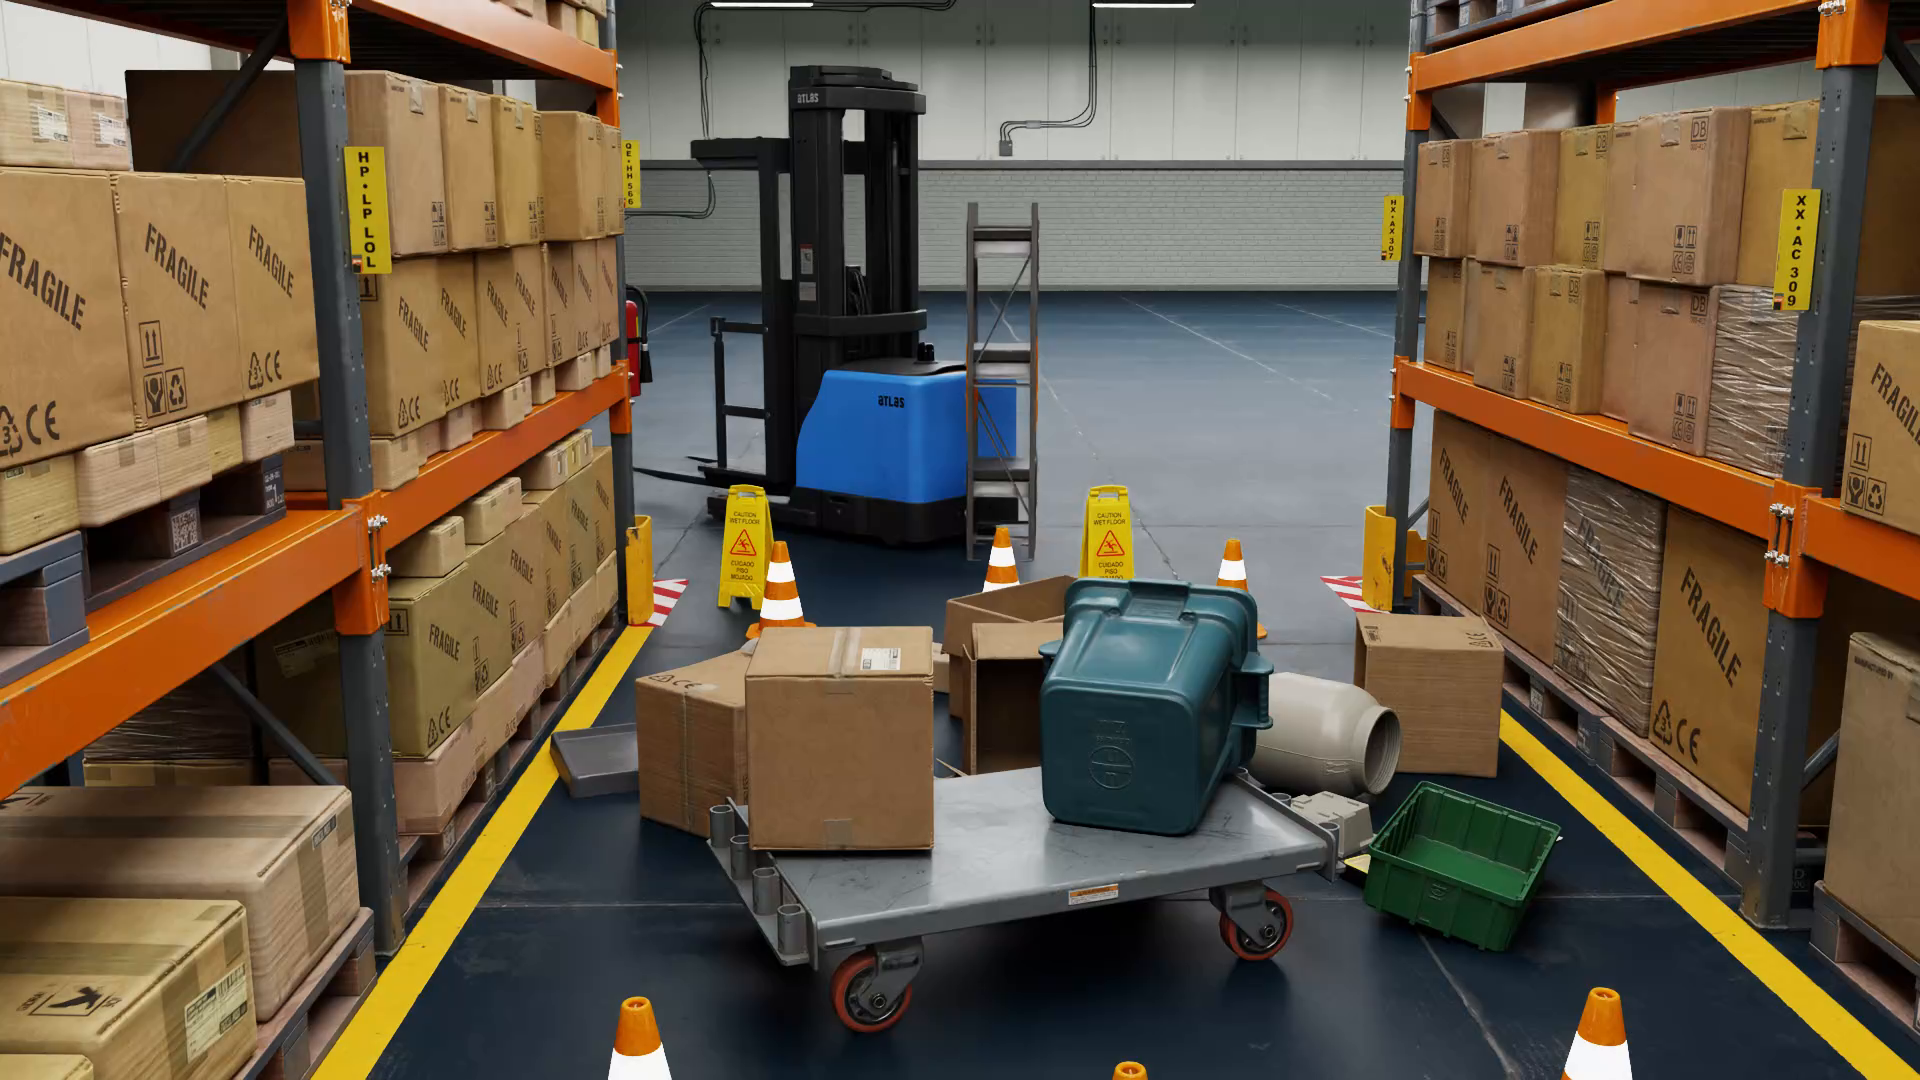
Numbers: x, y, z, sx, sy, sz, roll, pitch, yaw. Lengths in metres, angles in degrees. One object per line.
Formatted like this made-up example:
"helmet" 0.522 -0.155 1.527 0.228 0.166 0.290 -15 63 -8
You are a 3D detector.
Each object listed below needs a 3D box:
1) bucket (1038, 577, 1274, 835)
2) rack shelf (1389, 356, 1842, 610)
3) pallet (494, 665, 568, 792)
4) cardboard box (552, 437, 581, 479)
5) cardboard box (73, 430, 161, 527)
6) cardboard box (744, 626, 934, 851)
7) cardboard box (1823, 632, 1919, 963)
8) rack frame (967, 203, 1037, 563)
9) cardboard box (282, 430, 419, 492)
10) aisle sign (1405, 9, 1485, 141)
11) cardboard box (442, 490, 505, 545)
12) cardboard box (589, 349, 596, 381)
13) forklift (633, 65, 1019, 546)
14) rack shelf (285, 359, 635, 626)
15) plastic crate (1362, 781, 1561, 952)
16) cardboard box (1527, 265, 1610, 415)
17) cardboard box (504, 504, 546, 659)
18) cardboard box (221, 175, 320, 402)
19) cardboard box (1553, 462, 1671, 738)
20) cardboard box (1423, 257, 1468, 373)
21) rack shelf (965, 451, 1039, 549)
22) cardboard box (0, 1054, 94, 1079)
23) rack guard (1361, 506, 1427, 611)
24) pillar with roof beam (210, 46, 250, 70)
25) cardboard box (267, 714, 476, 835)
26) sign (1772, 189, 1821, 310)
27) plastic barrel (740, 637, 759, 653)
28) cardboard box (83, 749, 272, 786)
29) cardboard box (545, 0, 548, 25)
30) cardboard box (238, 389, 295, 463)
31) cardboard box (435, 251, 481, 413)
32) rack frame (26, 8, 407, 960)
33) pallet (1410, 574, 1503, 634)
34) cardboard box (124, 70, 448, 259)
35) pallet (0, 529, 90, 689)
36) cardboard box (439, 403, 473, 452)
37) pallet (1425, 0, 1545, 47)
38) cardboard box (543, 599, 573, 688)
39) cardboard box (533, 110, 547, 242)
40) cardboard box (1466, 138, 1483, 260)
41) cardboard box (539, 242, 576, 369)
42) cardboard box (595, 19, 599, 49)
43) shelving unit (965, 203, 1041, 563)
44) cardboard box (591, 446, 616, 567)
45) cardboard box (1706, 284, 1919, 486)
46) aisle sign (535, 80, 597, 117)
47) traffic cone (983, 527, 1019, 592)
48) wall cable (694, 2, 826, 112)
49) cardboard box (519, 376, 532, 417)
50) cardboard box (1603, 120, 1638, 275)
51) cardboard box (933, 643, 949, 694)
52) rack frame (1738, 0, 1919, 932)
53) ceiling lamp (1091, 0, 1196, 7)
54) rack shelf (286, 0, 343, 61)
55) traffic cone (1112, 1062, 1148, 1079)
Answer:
"bucket" 0.534 0.509 4.916 0.726 0.611 0.620 4 22 18
"rack shelf" 2.801 -0.378 6.686 1.077 0.370 4.000 0 11 -1
"pallet" -2.182 0.698 6.588 1.003 0.211 1.213 0 11 -1
"cardboard box" -1.833 -0.350 7.083 0.380 0.149 0.250 0 11 0
"cardboard box" -1.780 -0.120 3.180 0.380 0.149 0.250 0 11 -1
"cardboard box" -0.326 0.548 4.694 0.500 0.500 0.500 0 11 -1
"cardboard box" 2.945 0.687 4.230 1.050 0.750 0.750 0 11 -1
"rack frame" 0.242 -0.899 9.707 0.400 2.100 0.015 1 11 4
"cardboard box" -1.791 -0.233 4.796 0.380 0.149 0.250 0 11 -1
"aisle sign" 2.458 -2.415 8.379 0.394 0.787 0.004 0 11 -1
"cardboard box" -1.802 -0.082 5.759 0.380 0.149 0.250 0 11 1
"cardboard box" -1.866 -0.790 7.540 0.380 0.149 0.250 0 11 -2
"forklift" -1.075 -1.614 11.142 3.031 2.935 1.130 9 15 39
"rack shelf" -2.146 -0.337 6.487 1.077 0.370 4.000 0 11 -1
"plastic crate" 1.529 0.988 5.072 0.450 0.188 0.662 17 18 26
"cardboard box" 2.784 -0.801 6.588 0.875 0.550 0.500 0 11 -1
"cardboard box" -1.879 0.154 6.228 0.500 0.500 0.500 0 11 2
"cardboard box" -1.866 -0.602 3.926 0.500 0.500 0.500 0 11 -2
"cardboard box" 2.877 0.198 6.325 0.875 0.875 0.875 0 11 -1
"cardboard box" 2.812 -1.128 8.196 0.875 0.550 0.550 0 11 -1
"rack shelf" 0.258 -0.248 10.088 0.431 0.518 0.480 1 11 4
"cardboard box" -2.057 1.175 2.775 0.950 0.372 0.625 0 11 1
"rack guard" 2.759 0.092 8.846 1.175 0.500 0.348 0 11 -1
"pillar with roof beam" -3.981 -6.267 18.819 9.100 9.000 0.400 0 11 -1
"cardboard box" -1.847 0.731 5.271 0.500 0.250 0.500 -1 11 -4
"sign" 2.287 -0.793 4.548 0.100 0.325 0.005 0 11 -1
"plastic barrel" -0.631 0.580 6.638 0.512 0.421 0.421 9 15 38
"cardboard box" -2.386 0.733 5.261 0.500 0.250 0.500 0 11 1
"cardboard box" -1.952 -2.212 7.004 0.380 0.149 0.250 0 11 -1
"cardboard box" -1.818 -0.274 3.940 0.380 0.149 0.250 0 11 0
"cardboard box" -1.869 -0.675 5.344 0.500 0.500 0.500 0 11 -1
"rack frame" -2.105 -0.292 4.455 1.000 3.000 0.127 0 11 -1
"pallet" 2.854 0.397 8.069 1.003 0.211 1.213 0 11 -1
"cardboard box" -1.897 -1.065 4.752 0.700 0.500 0.500 0 11 -2
"pallet" -2.104 0.204 2.494 1.003 0.211 1.213 0 11 -1
"cardboard box" -1.854 -0.385 5.545 0.380 0.149 0.250 0 11 1
"pallet" 2.785 -2.407 7.558 1.003 0.211 1.213 0 11 -1
"cardboard box" -1.883 0.421 6.799 0.500 0.250 0.500 -1 11 -3
"cardboard box" -1.971 -1.370 6.254 0.700 0.500 0.500 0 11 -2
"cardboard box" 2.832 -1.548 7.550 0.875 0.550 0.550 0 11 -1
"cardboard box" -1.888 -0.976 6.828 0.500 0.500 0.500 0 11 -1
"cardboard box" -1.900 -2.365 7.758 0.380 0.149 0.250 0 11 -1
"shelving unit" 0.258 -0.947 9.946 0.431 2.100 0.503 1 11 4
"cardboard box" -1.910 -0.155 7.752 0.500 0.500 0.500 0 11 -1
"cardboard box" 2.823 -0.479 5.001 0.875 0.550 0.550 0 11 -1
"aisle sign" -1.899 -2.375 8.183 0.394 0.787 0.004 0 11 -1
"traffic cone" 0.214 0.164 8.587 0.336 0.463 0.334 0 11 -1
"wall cable" -4.691 -11.383 39.143 3.097 2.526 0.112 0 11 -1
"cardboard box" -1.841 -0.537 6.295 0.380 0.149 0.250 0 11 -1
"cardboard box" 2.868 -1.226 5.963 0.875 0.550 0.550 0 11 -1
"cardboard box" -0.141 0.562 7.416 0.380 0.149 0.250 6 13 28
"rack frame" 2.842 -0.333 4.655 1.000 3.000 0.127 0 11 -1
"ceiling lamp" 3.560 -11.970 32.248 2.000 3.185 0.800 0 11 -1
"rack shelf" -2.063 -1.012 2.269 1.077 0.370 4.000 0 11 -1
"traffic cone" 0.326 1.245 3.257 0.336 0.463 0.334 0 11 -1
